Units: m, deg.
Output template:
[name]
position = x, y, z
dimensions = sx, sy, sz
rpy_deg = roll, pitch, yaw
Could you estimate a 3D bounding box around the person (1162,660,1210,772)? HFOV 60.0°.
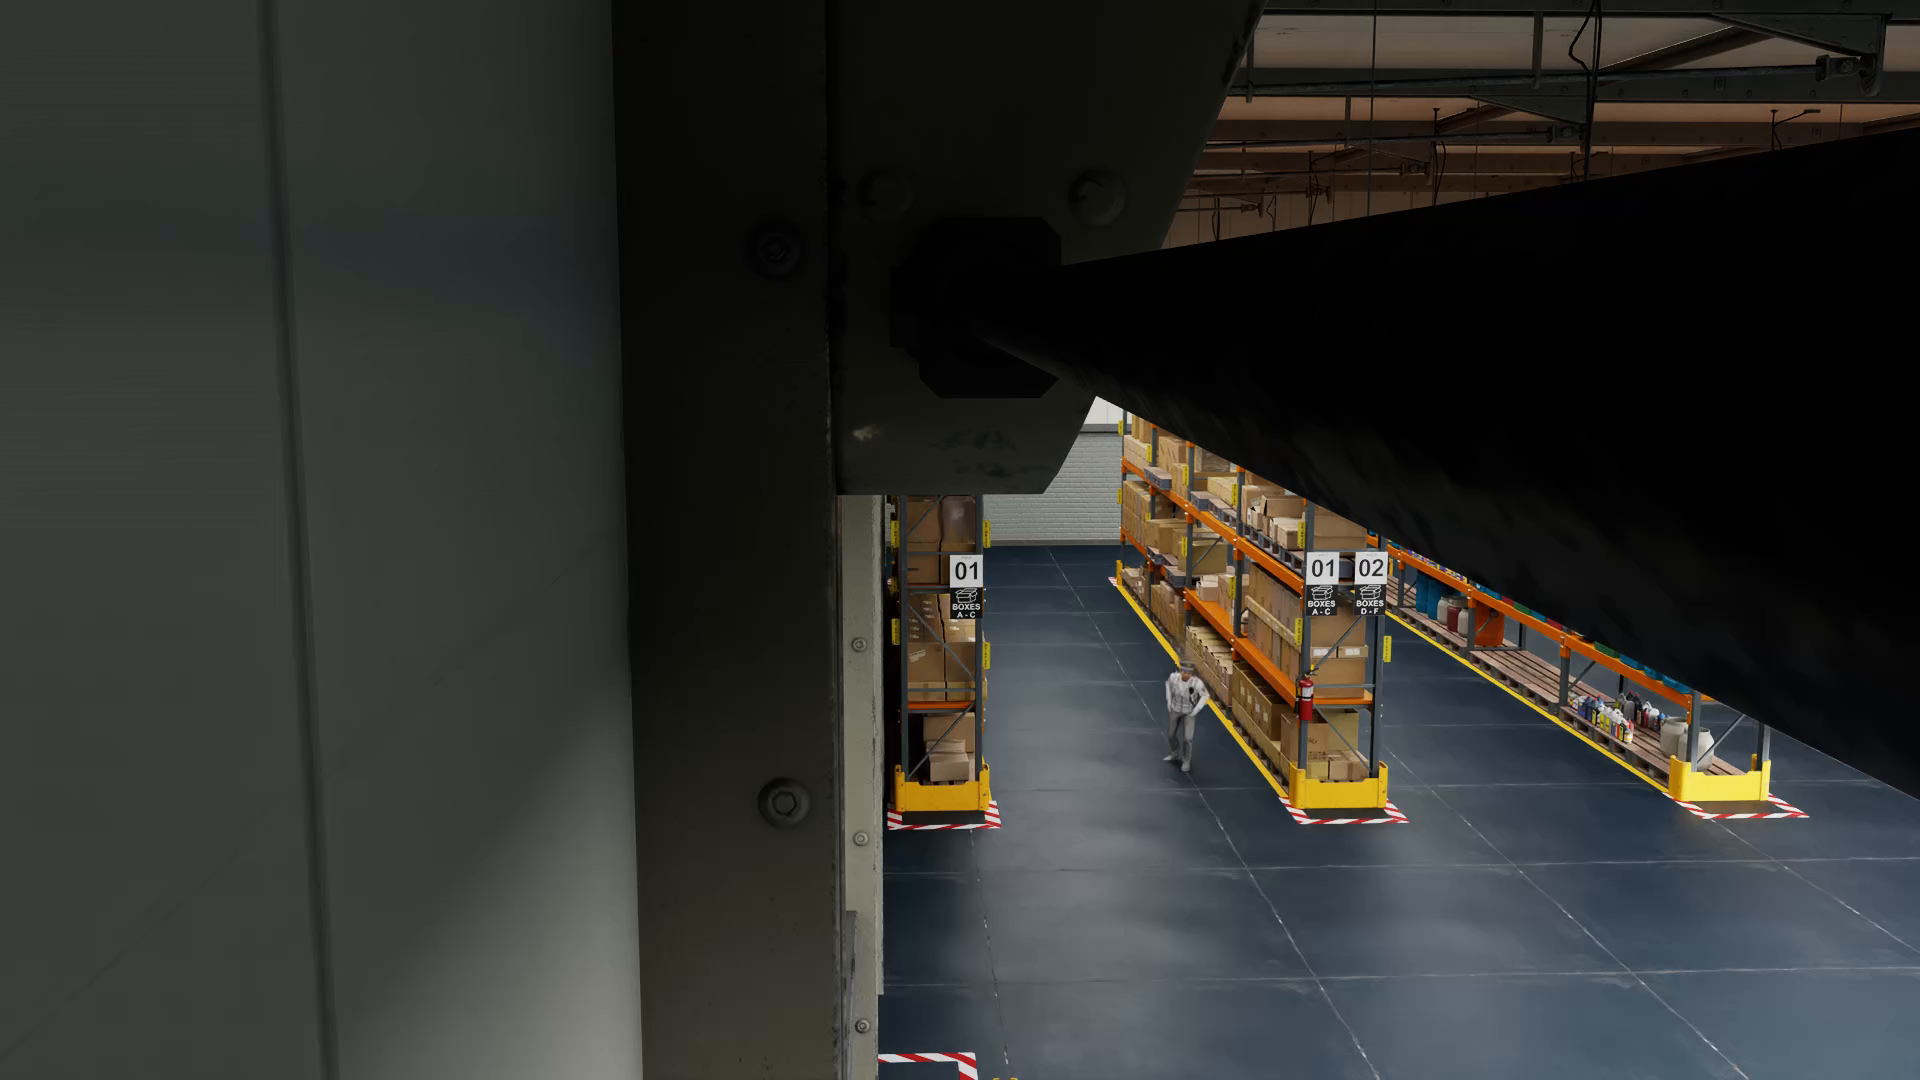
[person]
position = 3.006, 2.317, 22.293
dimensions = 0.677, 1.541, 0.738
rpy_deg = 3, 9, 21
